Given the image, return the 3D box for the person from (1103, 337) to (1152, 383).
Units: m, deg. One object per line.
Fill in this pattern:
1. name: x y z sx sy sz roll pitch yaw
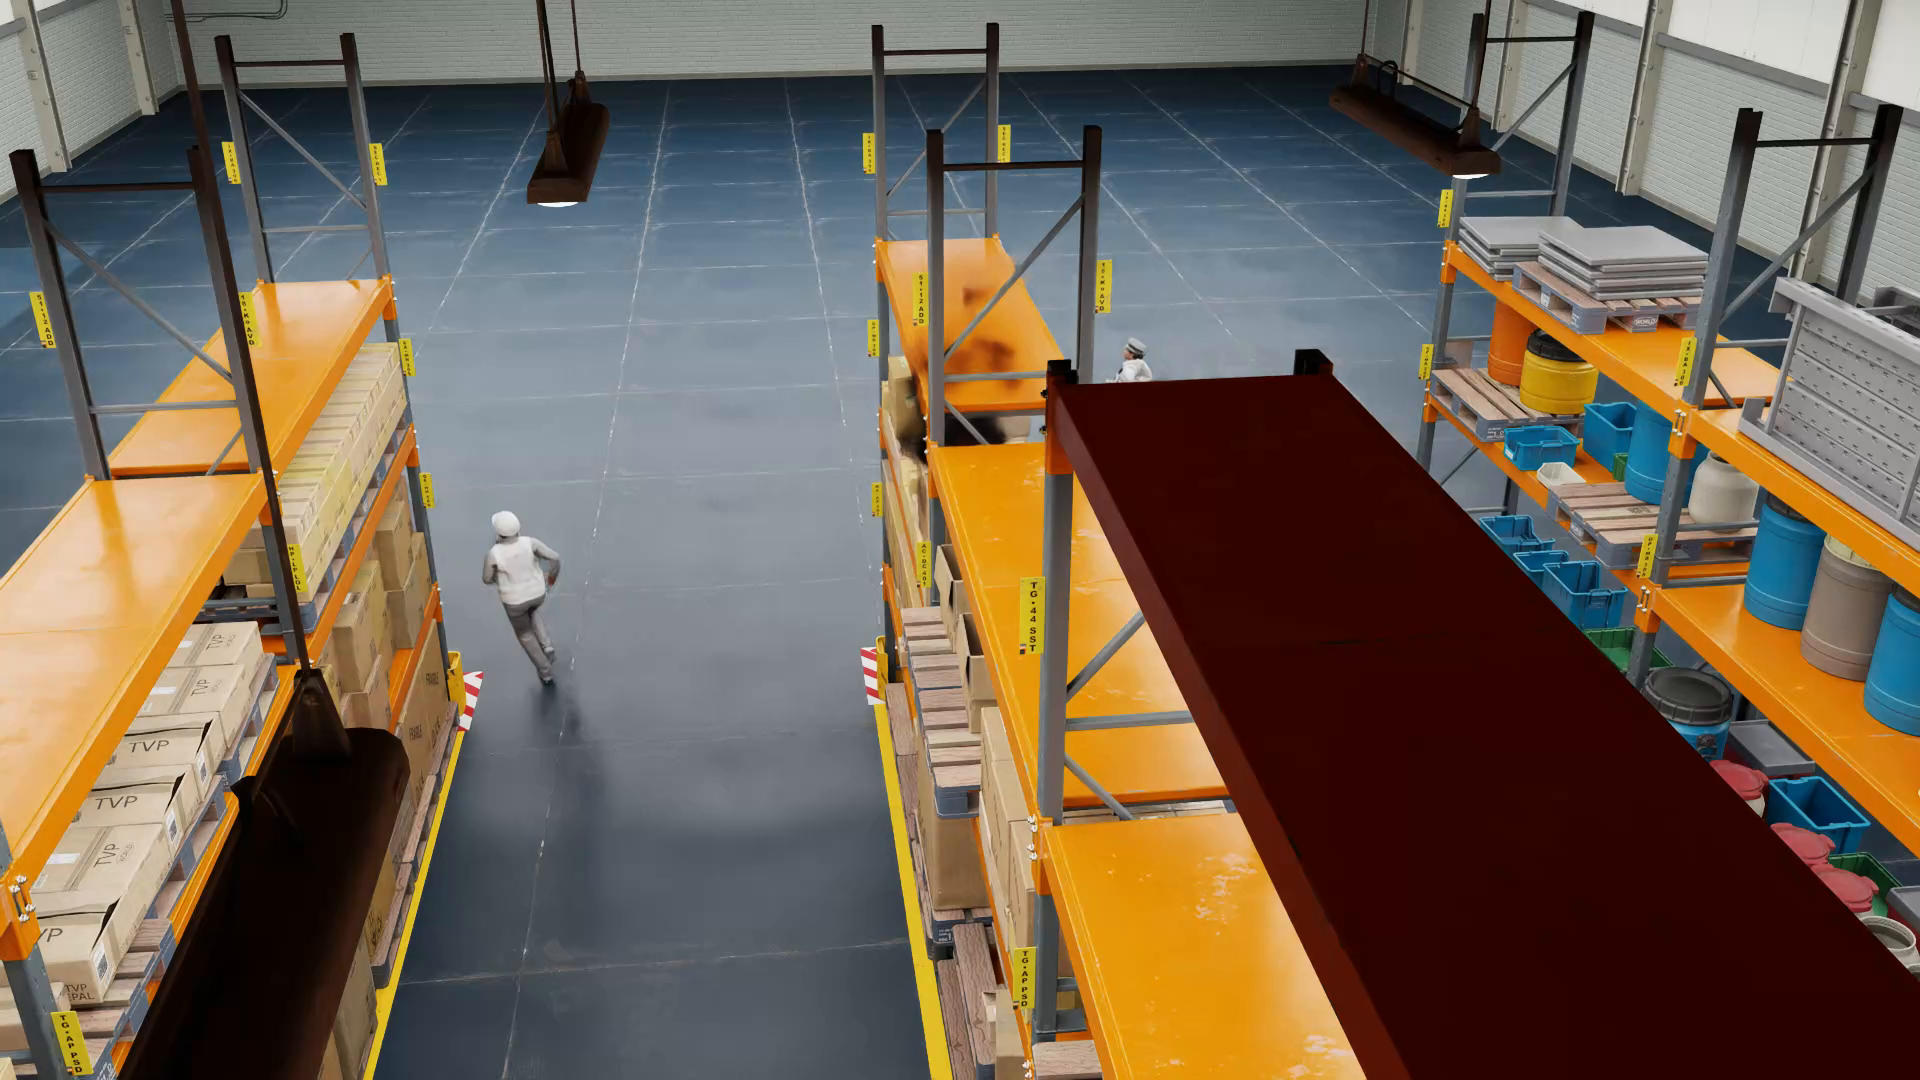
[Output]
1. person: 2.028 -1.628 19.947 0.865 1.670 0.622 7 26 14

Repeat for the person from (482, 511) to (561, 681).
1. person: -4.095 0.492 15.474 0.654 1.740 0.609 -20 32 -36
